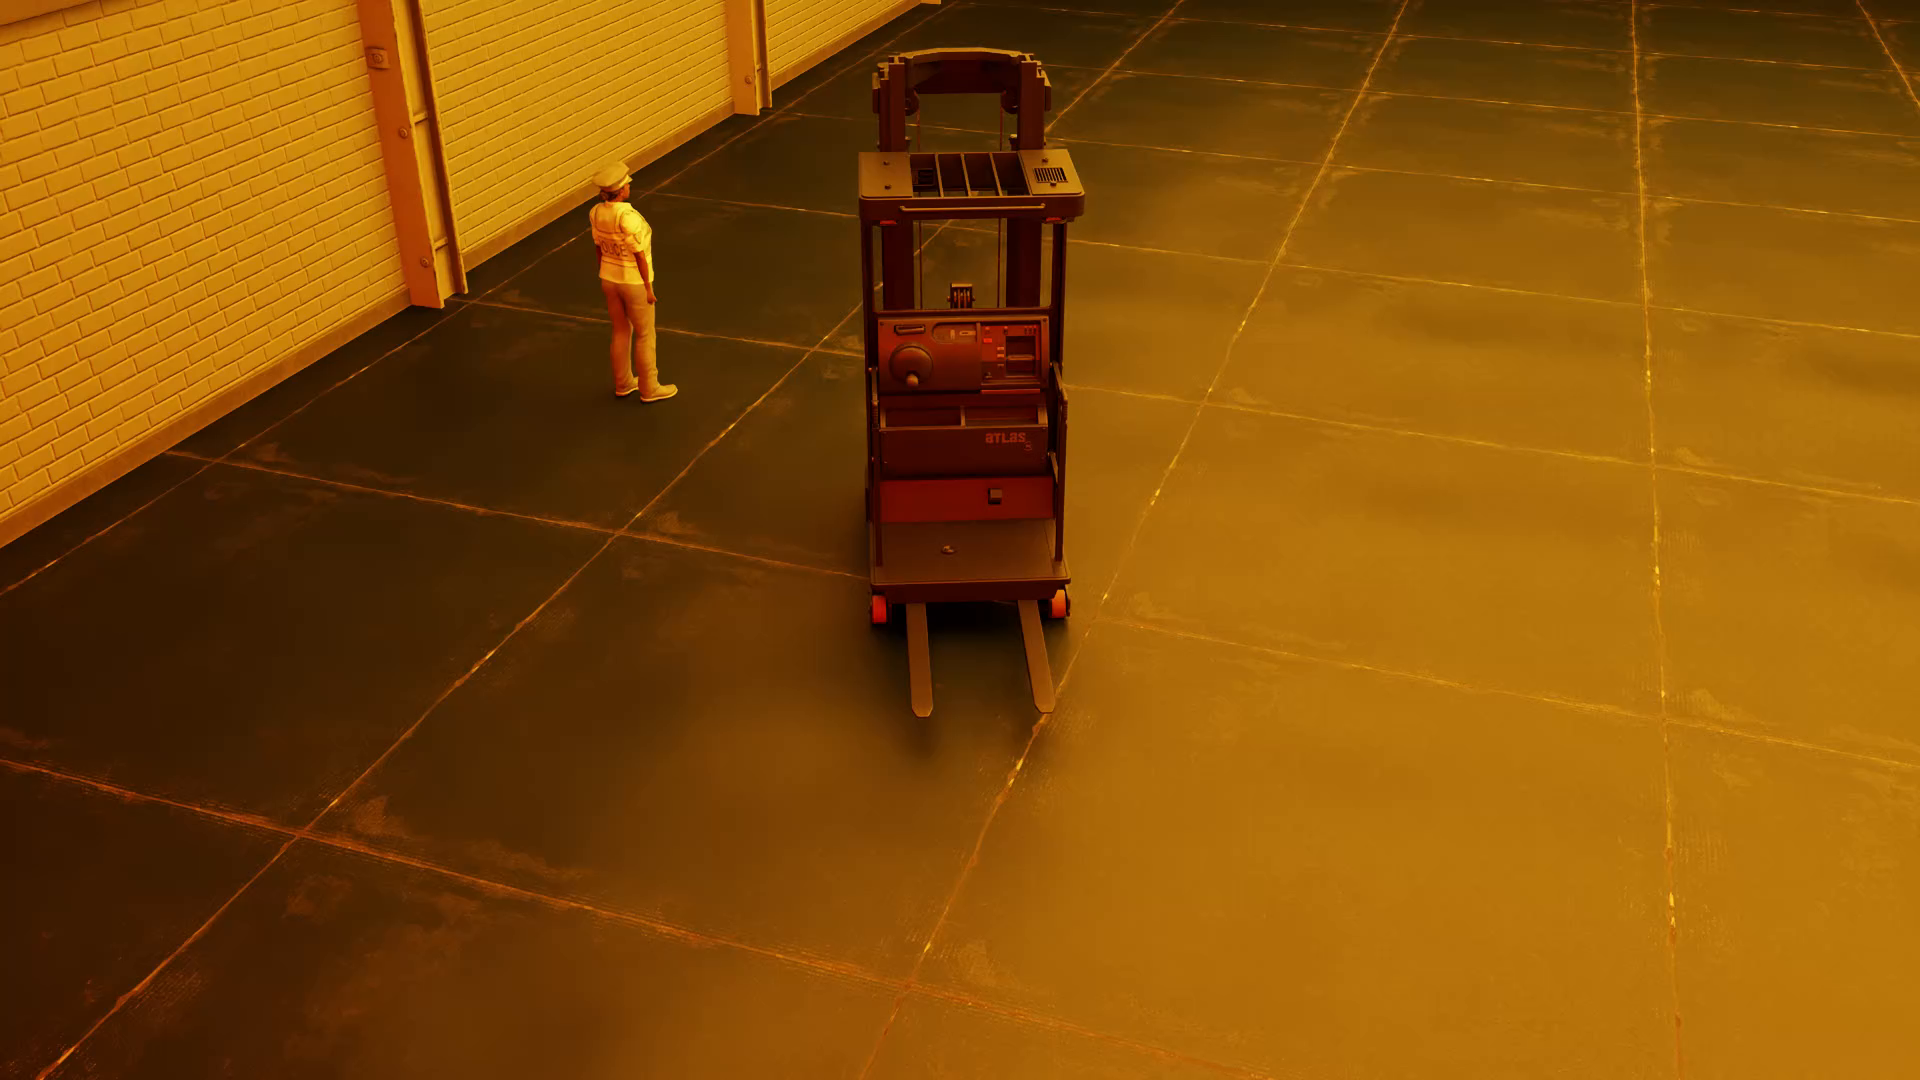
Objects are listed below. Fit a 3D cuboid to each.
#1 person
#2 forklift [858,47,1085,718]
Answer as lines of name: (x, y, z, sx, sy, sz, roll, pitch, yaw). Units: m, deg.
person: (-2.287, -1.780, 11.516, 0.444, 1.695, 0.354, 18, 34, 28)
forklift: (0.035, -0.972, 8.842, 1.130, 2.935, 3.031, -2, 30, -3)
